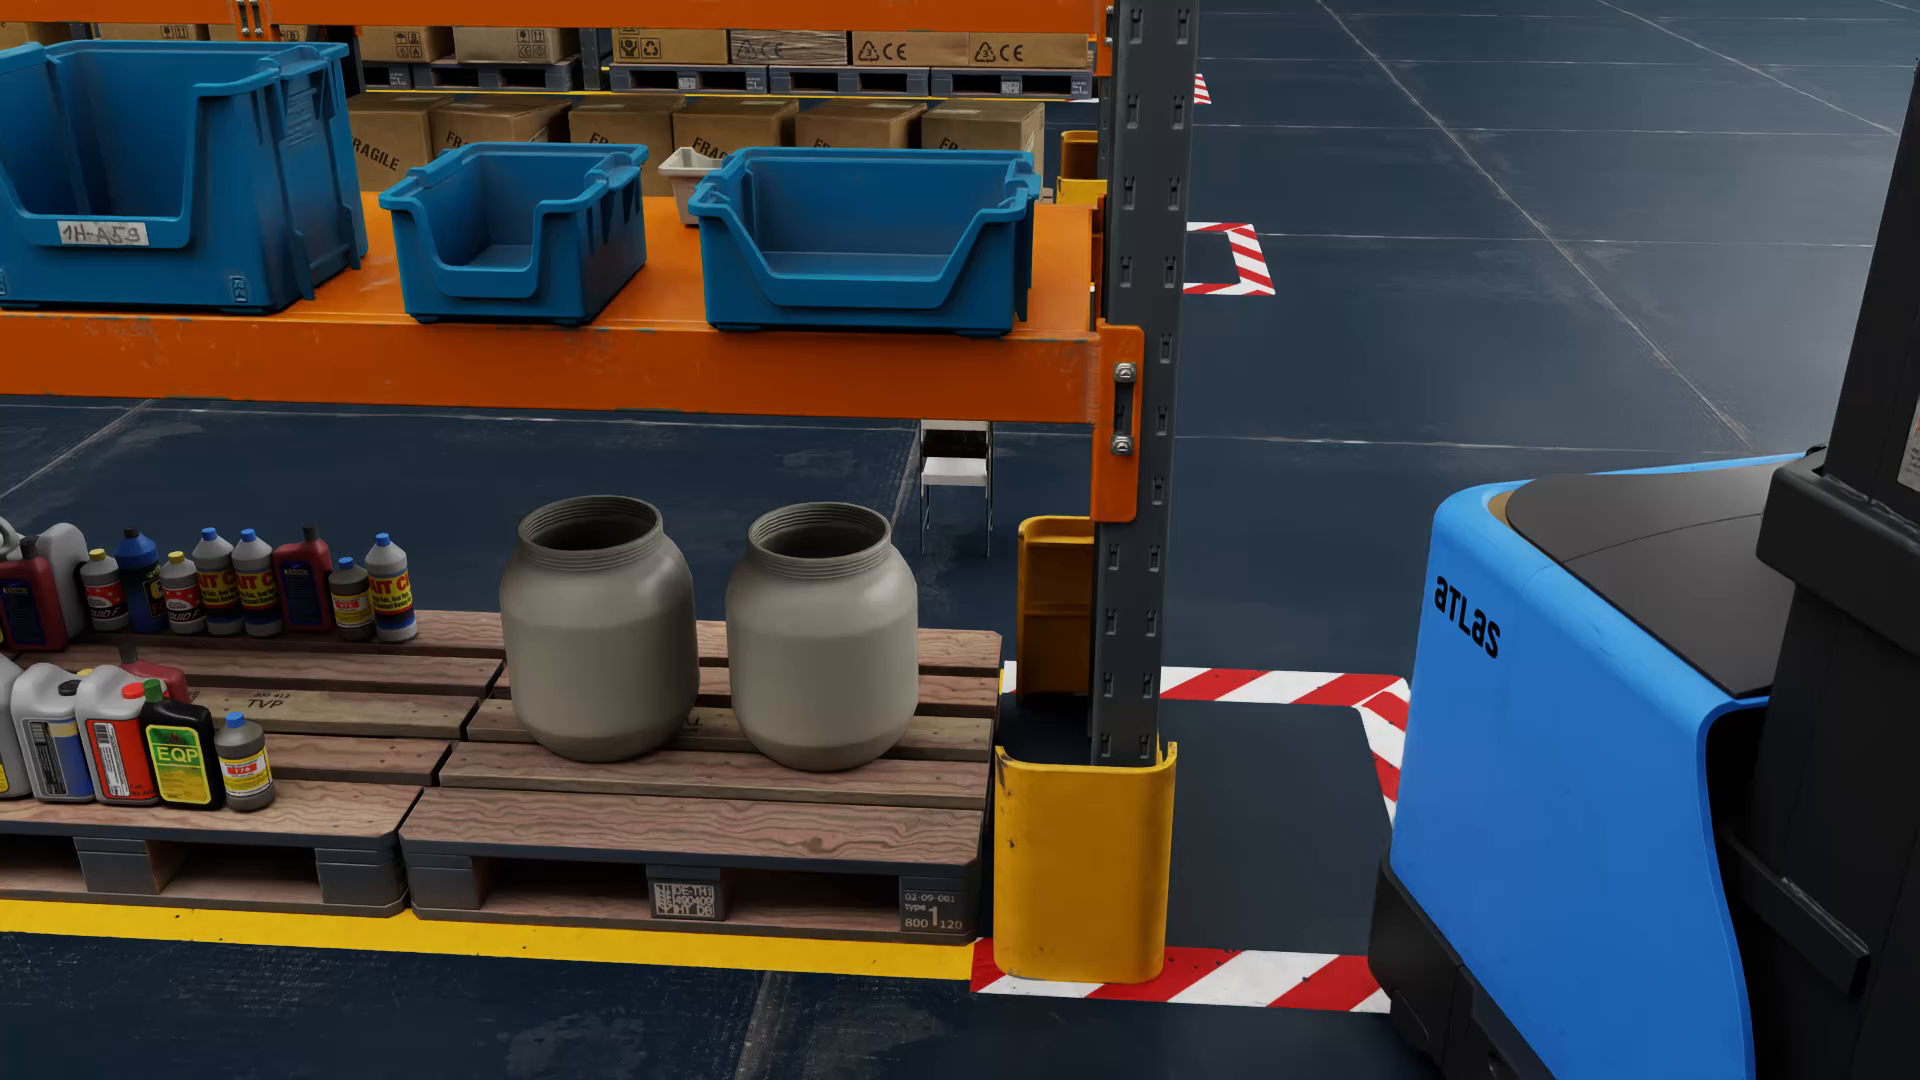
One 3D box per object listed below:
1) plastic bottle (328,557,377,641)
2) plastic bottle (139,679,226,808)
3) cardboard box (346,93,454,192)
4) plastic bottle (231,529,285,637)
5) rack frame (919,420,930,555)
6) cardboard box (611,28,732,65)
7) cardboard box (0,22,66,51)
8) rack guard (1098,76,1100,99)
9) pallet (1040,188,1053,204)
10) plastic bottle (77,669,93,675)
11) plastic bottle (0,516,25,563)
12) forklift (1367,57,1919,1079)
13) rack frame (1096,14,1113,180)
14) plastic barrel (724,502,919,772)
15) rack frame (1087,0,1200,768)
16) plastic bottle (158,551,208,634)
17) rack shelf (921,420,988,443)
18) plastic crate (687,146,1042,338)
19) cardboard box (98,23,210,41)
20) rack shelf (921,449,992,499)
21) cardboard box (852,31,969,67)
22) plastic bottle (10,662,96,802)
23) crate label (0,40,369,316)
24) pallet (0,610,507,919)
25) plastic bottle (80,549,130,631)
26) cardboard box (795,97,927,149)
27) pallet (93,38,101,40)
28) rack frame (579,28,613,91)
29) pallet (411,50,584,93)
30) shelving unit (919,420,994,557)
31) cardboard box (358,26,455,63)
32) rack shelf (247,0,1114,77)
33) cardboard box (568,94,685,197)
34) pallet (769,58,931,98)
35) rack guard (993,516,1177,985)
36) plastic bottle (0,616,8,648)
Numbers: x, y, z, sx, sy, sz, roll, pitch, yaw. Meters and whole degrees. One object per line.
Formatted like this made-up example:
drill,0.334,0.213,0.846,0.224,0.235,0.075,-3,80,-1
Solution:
plastic bottle,-1.528,0.141,4.176,0.097,0.201,0.097,0,25,0
plastic bottle,-1.623,0.423,3.466,0.133,0.283,0.061,2,25,5
cardboard box,-2.854,-1.957,8.403,0.500,0.500,0.500,1,25,2
plastic bottle,-1.766,0.102,4.178,0.097,0.271,0.097,0,25,0
rack frame,-0.109,-0.412,5.070,0.006,0.900,0.240,2,25,4
cardboard box,-2.147,-4.172,12.767,0.875,0.875,0.875,2,25,5
cardboard box,-7.434,-4.091,13.040,0.500,0.500,0.500,2,25,4
rack guard,1.243,-3.731,12.761,0.348,0.500,1.175,2,25,4
pallet,-0.144,-1.580,8.431,1.213,0.211,1.003,2,25,4
plastic bottle,-1.902,0.380,3.658,0.097,0.201,0.097,0,25,0
plastic bottle,-2.451,0.053,4.188,0.185,0.351,0.144,2,25,4
forklift,1.641,0.103,1.519,1.130,2.935,3.031,-6,25,-12
rack frame,0.739,-2.803,7.754,0.127,3.000,1.000,2,25,4
plastic barrel,-0.303,0.211,3.677,0.421,0.512,0.421,0,25,0
rack frame,0.360,-0.739,3.268,0.127,3.000,1.000,2,25,4
plastic bottle,-1.965,0.127,4.207,0.097,0.201,0.097,0,25,0
rack shelf,-0.008,-0.379,5.076,0.200,0.077,0.258,2,25,4
plastic crate,-0.162,-0.563,3.063,0.616,0.251,0.499,2,25,4
cardboard box,-6.157,-4.235,13.055,0.750,0.750,1.050,2,25,3
rack shelf,-0.008,-0.215,5.152,0.200,0.077,0.258,2,25,4
cardboard box,-0.339,-4.114,12.643,0.875,0.875,0.875,1,25,3
plastic bottle,-1.893,0.398,3.528,0.135,0.276,0.152,1,25,3
crate label,-1.496,-0.701,3.144,0.616,0.435,0.502,2,25,4
pallet,-1.743,0.476,3.962,1.213,0.211,1.003,2,25,4
plastic bottle,-2.170,0.120,4.221,0.097,0.201,0.097,0,25,0
cardboard box,-0.481,-1.890,8.258,0.500,0.500,0.500,8,26,18
pallet,-7.536,-3.882,13.435,1.213,0.211,1.003,2,25,4
rack frame,-2.769,-4.995,12.518,0.127,3.000,1.000,2,25,4
pallet,-3.544,-3.722,13.086,1.213,0.211,1.003,2,25,4
shelving unit,-0.008,-0.409,5.062,0.210,0.900,0.258,2,25,4
cardboard box,-4.356,-4.179,12.933,0.750,0.750,1.050,2,25,4
rack shelf,-1.255,-2.541,8.044,4.000,0.370,1.077,2,25,4
cardboard box,-1.657,-1.955,8.398,0.500,0.500,0.500,0,25,-1
pallet,-0.797,-3.634,12.895,1.213,0.211,1.003,2,25,4
rack guard,0.280,0.414,3.753,0.348,0.500,1.175,2,25,4
plastic bottle,-2.433,0.127,4.108,0.133,0.283,0.061,2,25,4
